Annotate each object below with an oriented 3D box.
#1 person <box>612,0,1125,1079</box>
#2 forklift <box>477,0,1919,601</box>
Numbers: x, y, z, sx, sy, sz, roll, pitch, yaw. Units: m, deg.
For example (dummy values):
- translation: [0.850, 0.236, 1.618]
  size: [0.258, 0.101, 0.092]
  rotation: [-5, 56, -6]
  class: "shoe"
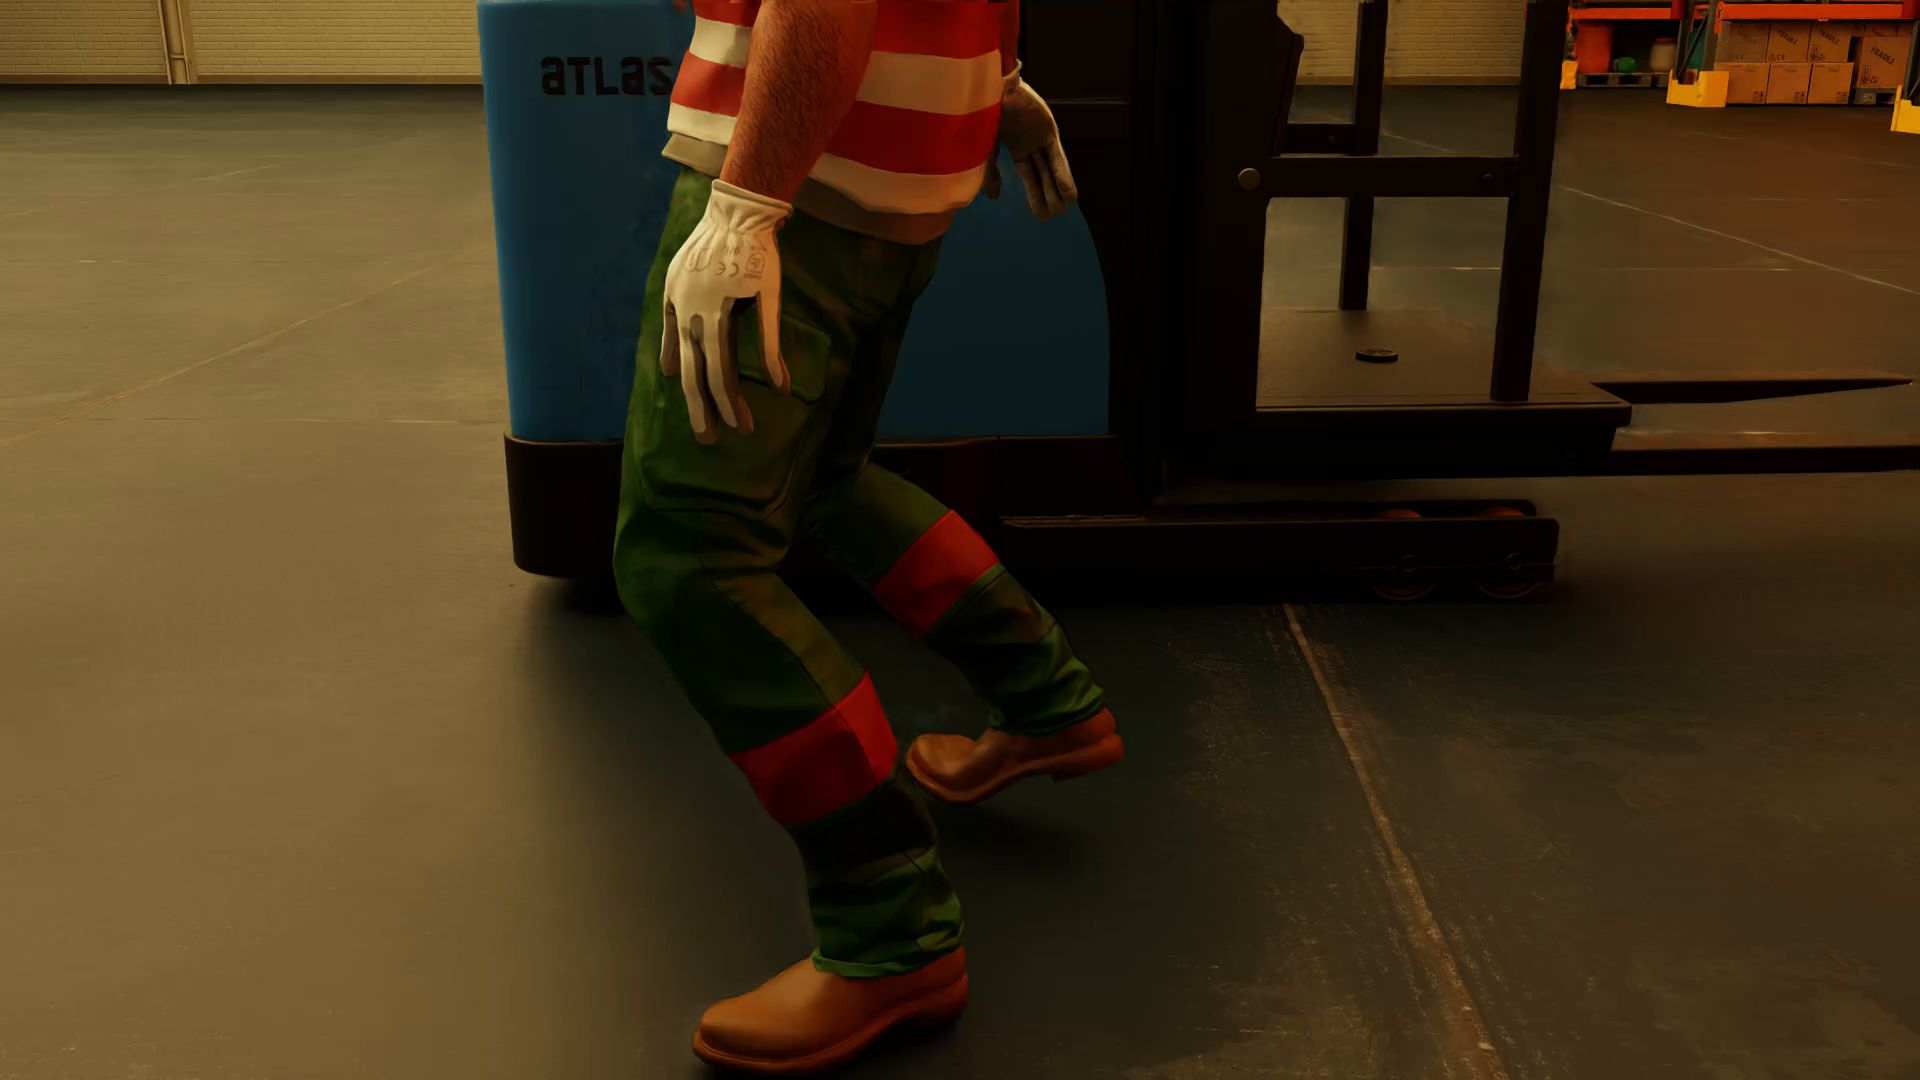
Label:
- translation: [-0.067, -0.401, 1.764]
  size: [0.484, 1.705, 0.911]
  rotation: [4, 18, 13]
  class: "person"
- translation: [0.683, -1.445, 3.084]
  size: [3.031, 2.935, 1.130]
  rotation: [-1, 17, -3]
  class: "forklift"
